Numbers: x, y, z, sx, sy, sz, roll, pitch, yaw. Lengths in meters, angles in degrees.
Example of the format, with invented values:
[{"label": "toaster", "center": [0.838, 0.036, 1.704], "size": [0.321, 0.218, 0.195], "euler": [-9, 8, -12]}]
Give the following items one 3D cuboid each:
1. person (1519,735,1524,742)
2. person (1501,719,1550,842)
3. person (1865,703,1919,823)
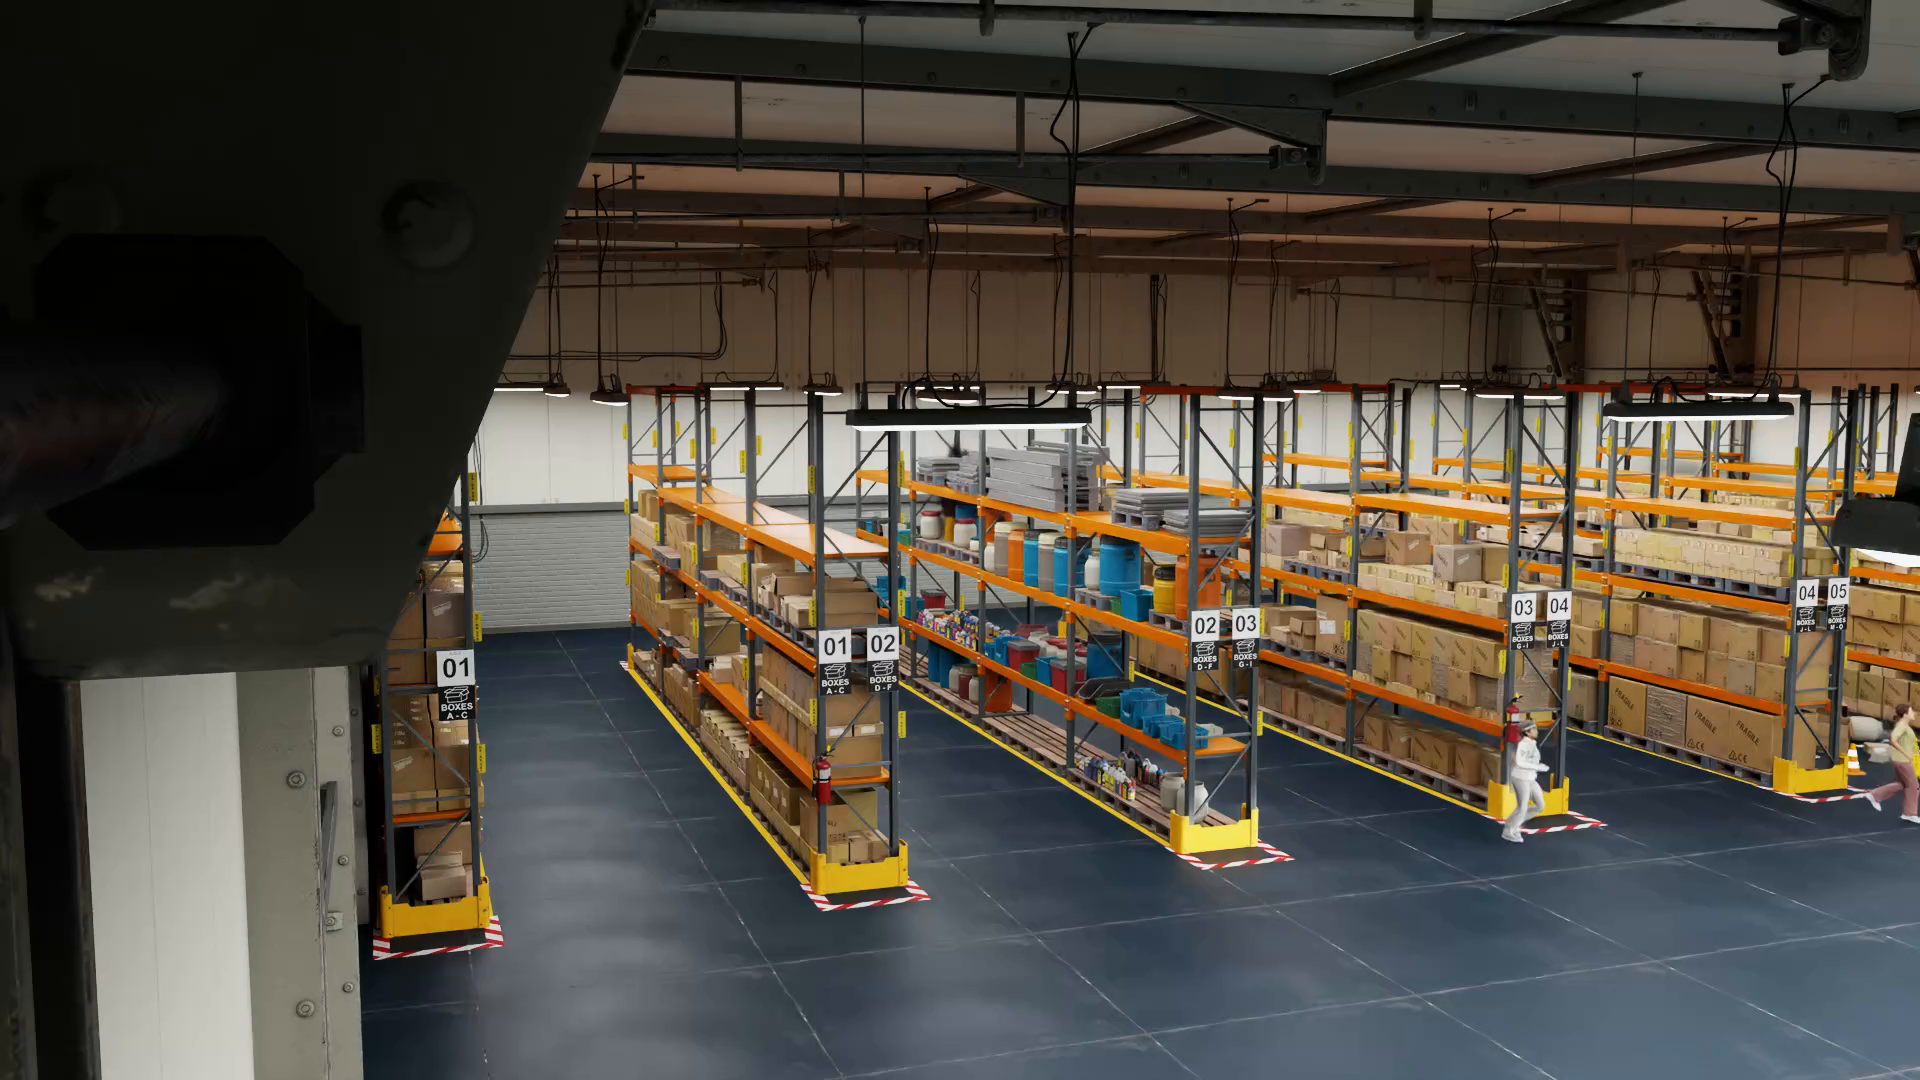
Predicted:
[{"label": "person", "center": [9.481, 2.568, 28.162], "size": [0.707, 1.726, 0.753], "euler": [-3, 6, -24]}, {"label": "person", "center": [7.624, 3.208, 22.265], "size": [0.589, 1.652, 0.626], "euler": [4, 7, 36]}, {"label": "person", "center": [13.167, 3.112, 23.339], "size": [0.762, 1.652, 0.604], "euler": [3, 6, 25]}]
